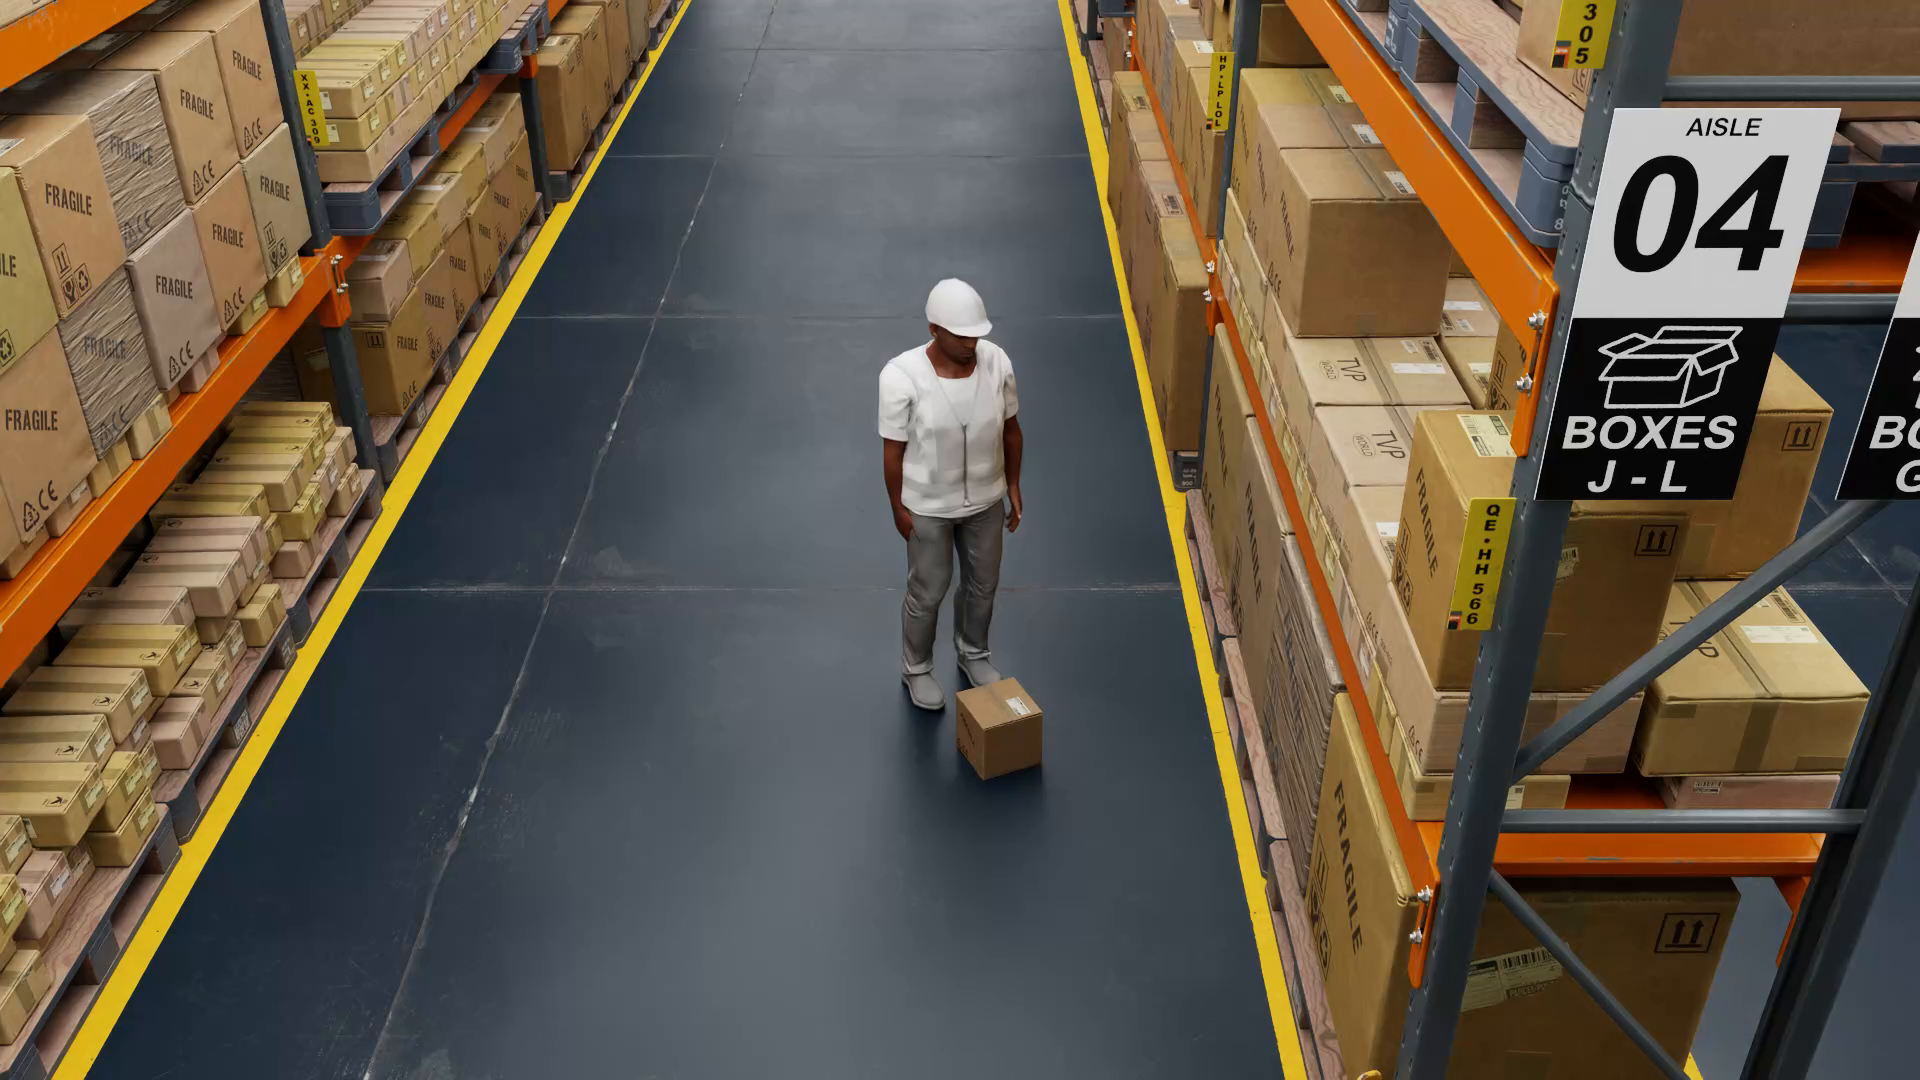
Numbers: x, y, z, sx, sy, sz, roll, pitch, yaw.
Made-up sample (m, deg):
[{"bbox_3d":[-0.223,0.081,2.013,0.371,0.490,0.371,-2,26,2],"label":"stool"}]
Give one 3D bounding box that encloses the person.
[{"bbox_3d":[-0.020,-0.169,6.392,0.566,1.760,0.360,-13,34,-20],"label":"person"}]
